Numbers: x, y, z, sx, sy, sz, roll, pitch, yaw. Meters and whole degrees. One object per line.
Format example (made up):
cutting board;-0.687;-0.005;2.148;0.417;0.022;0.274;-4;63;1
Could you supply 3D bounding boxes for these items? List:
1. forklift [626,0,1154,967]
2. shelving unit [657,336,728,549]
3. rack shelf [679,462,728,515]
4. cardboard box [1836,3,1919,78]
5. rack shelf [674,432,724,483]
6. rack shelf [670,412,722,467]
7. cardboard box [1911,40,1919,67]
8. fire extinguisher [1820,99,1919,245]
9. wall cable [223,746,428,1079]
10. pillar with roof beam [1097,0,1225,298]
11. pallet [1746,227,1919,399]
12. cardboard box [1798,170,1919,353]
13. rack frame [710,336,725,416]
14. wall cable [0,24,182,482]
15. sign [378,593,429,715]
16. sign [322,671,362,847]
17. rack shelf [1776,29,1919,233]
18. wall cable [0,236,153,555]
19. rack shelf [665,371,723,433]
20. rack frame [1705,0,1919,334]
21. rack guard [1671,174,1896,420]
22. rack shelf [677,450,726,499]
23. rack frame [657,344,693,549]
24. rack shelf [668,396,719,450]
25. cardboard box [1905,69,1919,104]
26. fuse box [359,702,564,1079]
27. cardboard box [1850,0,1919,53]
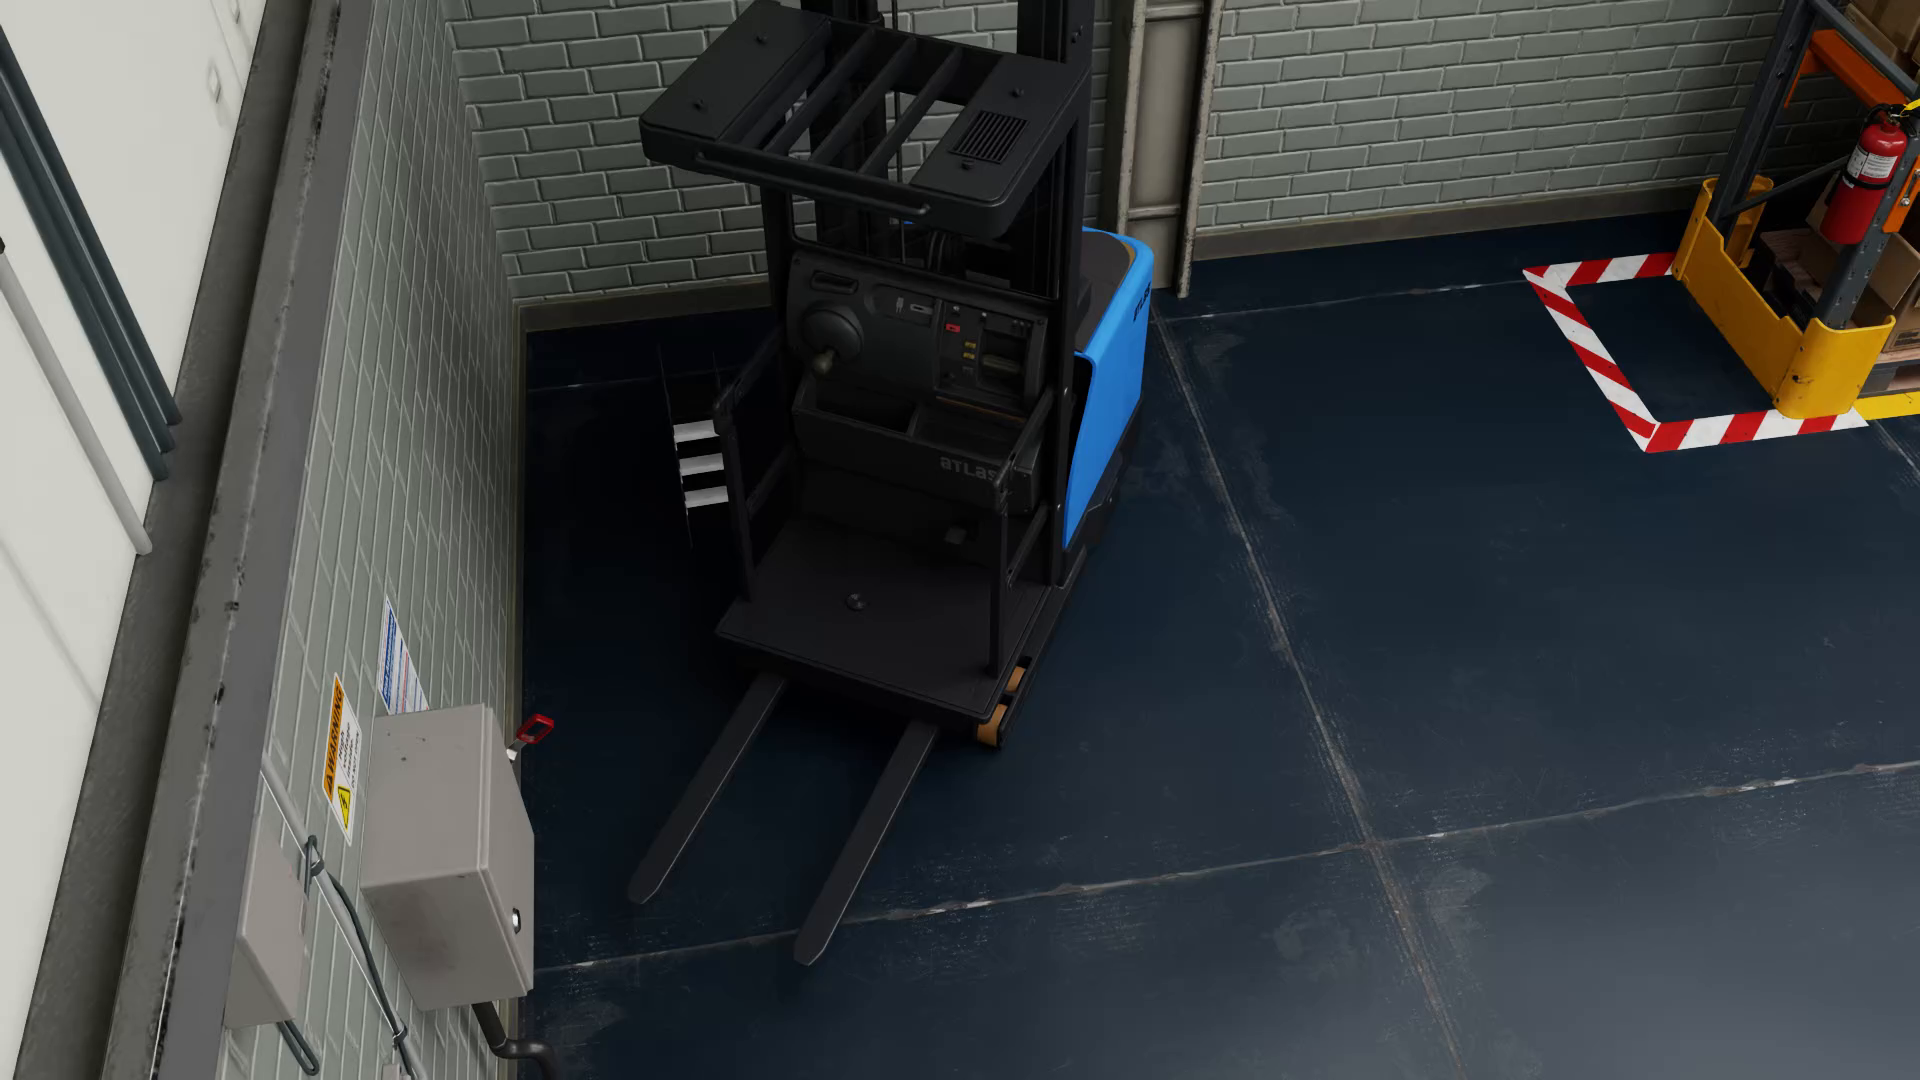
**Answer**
forklift;-0.232;-0.599;5.485;1.130;2.935;3.031;16;48;15
shelving unit;-1.040;-0.378;6.682;0.210;0.900;0.258;-9;47;-9
rack shelf;-1.040;-0.230;6.836;0.200;0.077;0.258;-9;47;-9
cardboard box;3.980;-2.144;7.101;0.250;0.149;0.380;-8;47;-7
rack shelf;-1.040;-0.354;6.706;0.200;0.077;0.258;-9;47;-9
rack shelf;-1.040;-0.417;6.641;0.200;0.077;0.258;-9;47;-9
cardboard box;4.192;-1.916;6.604;0.500;0.250;0.500;-7;46;-7
fire extinguisher;3.633;-1.498;6.616;0.183;0.674;0.296;-7;46;-7
wall cable;-1.257;0.873;3.314;0.122;1.984;0.588;-7;46;-7
pillar with roof beam;1.622;-1.336;1.981;0.400;9.000;9.100;-7;46;-7
pallet;4.559;-1.141;7.896;1.213;0.211;1.003;-7;46;-7
cardboard box;4.318;-1.288;7.543;0.637;0.503;0.797;-9;47;-8
rack frame;-0.941;-0.394;6.698;0.006;0.900;0.240;-9;47;-9
wall cable;-1.571;-2.190;2.779;0.133;3.039;2.988;-7;46;-7
sign;-1.506;0.430;4.512;0.001;0.494;0.329;-7;46;-7
sign;-1.412;0.500;3.805;0.001;0.242;0.339;-7;46;-7
rack shelf;5.670;-1.996;7.283;4.000;0.370;1.077;-7;46;-7
wall cable;-1.134;-0.196;0.883;0.029;3.000;2.355;-7;46;-7
rack shelf;-1.040;-0.542;6.512;0.200;0.077;0.258;-9;47;-9
rack frame;3.699;-2.000;6.788;0.127;3.000;1.000;-7;46;-7
rack guard;3.774;-1.143;7.697;0.348;0.500;1.175;-7;46;-7
rack shelf;-1.040;-0.292;6.771;0.200;0.077;0.258;-9;47;-9
rack frame;-1.139;-0.361;6.666;0.006;0.900;0.240;-9;47;-9
rack shelf;-1.040;-0.479;6.576;0.200;0.077;0.258;-9;47;-9
cardboard box;4.070;-1.759;6.729;0.250;0.149;0.380;-7;47;-7
fuse box;-1.218;1.169;4.629;0.414;1.711;0.539;-7;46;-7
cardboard box;4.107;-2.296;6.970;0.500;0.250;0.500;-6;46;-6
